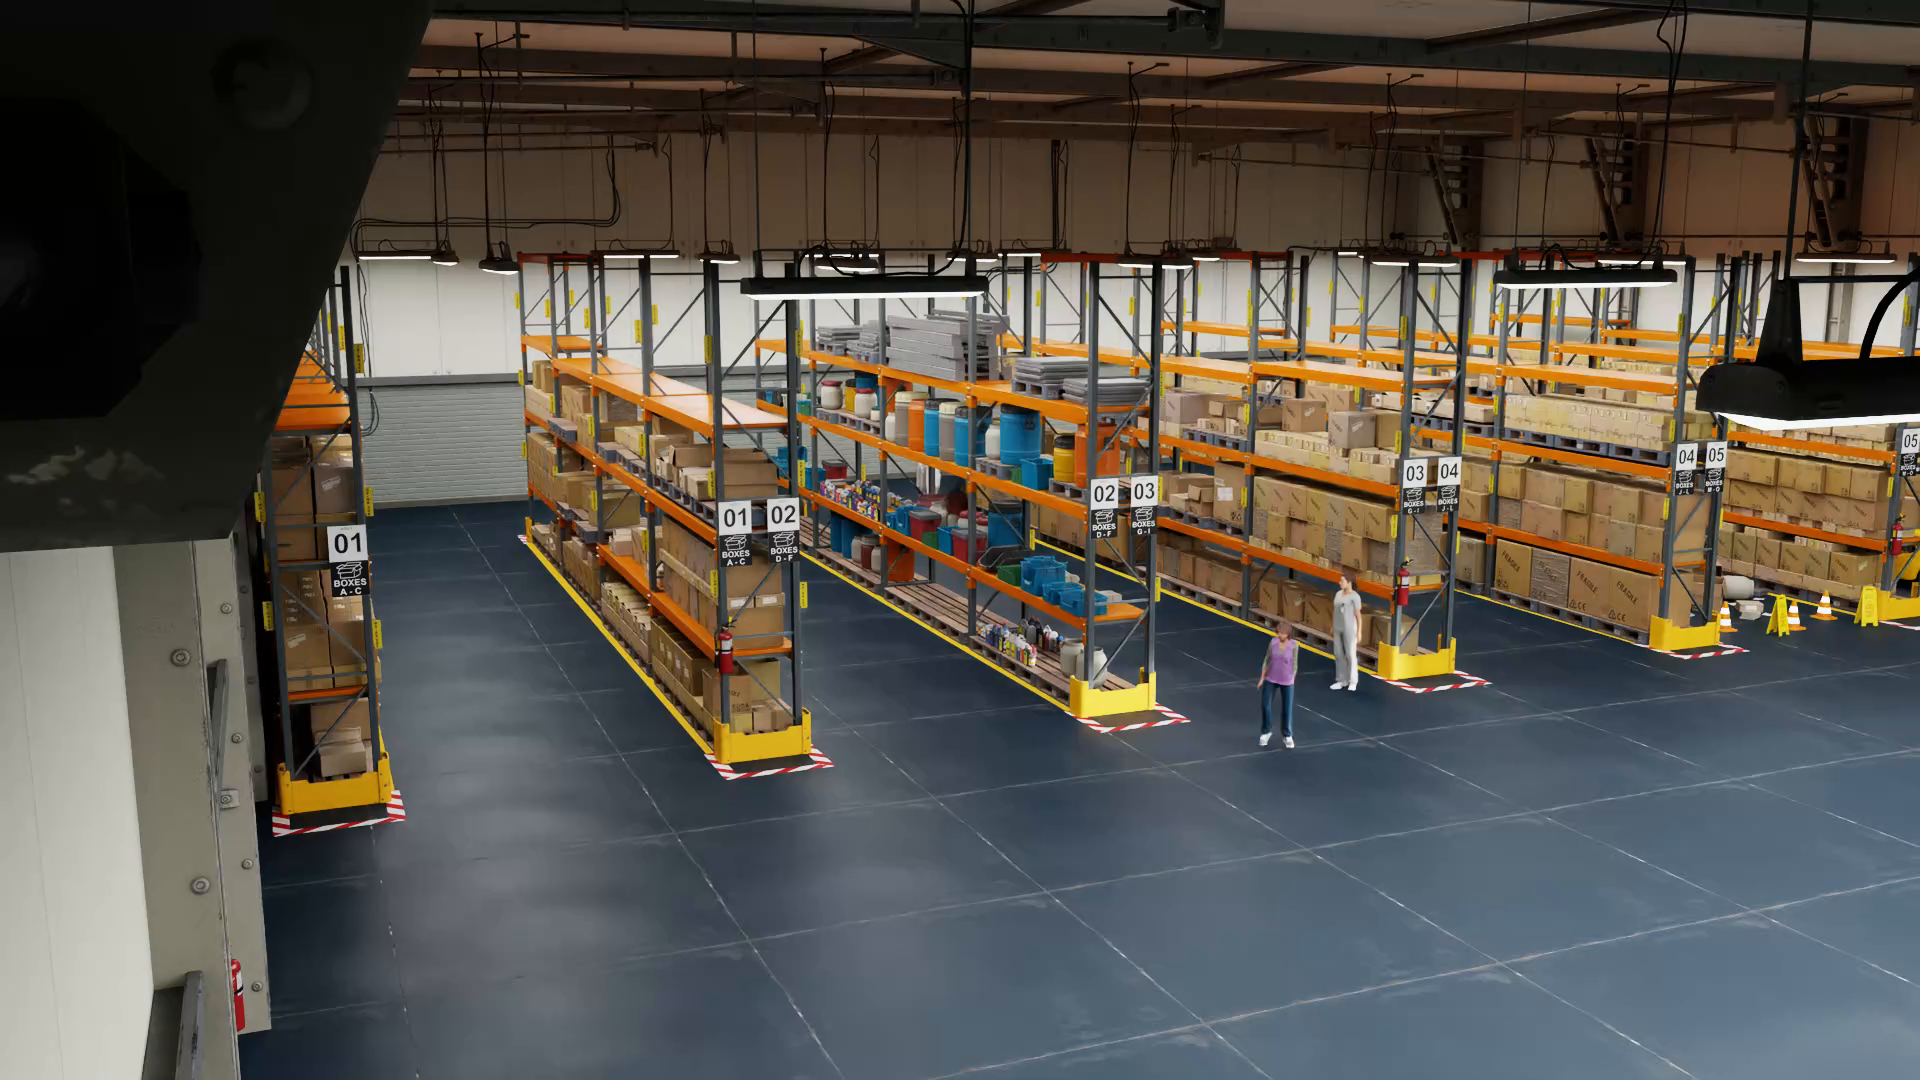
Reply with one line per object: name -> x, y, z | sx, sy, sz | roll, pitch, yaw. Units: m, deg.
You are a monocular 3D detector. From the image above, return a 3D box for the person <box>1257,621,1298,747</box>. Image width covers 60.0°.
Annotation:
person -> 3.964, 1.793, 20.763 | 0.472, 1.596, 0.334 | 3, 11, 17

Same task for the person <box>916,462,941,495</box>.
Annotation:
person -> -0.702, -1.141, 36.252 | 0.604, 1.785, 0.411 | 8, 13, 36

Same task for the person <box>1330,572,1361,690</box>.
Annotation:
person -> 5.445, 1.295, 23.376 | 0.375, 1.708, 0.543 | -7, 13, -35

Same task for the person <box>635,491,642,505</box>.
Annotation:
person -> -7.229, -1.254, 37.112 | 0.628, 1.652, 0.964 | -5, 12, -27
